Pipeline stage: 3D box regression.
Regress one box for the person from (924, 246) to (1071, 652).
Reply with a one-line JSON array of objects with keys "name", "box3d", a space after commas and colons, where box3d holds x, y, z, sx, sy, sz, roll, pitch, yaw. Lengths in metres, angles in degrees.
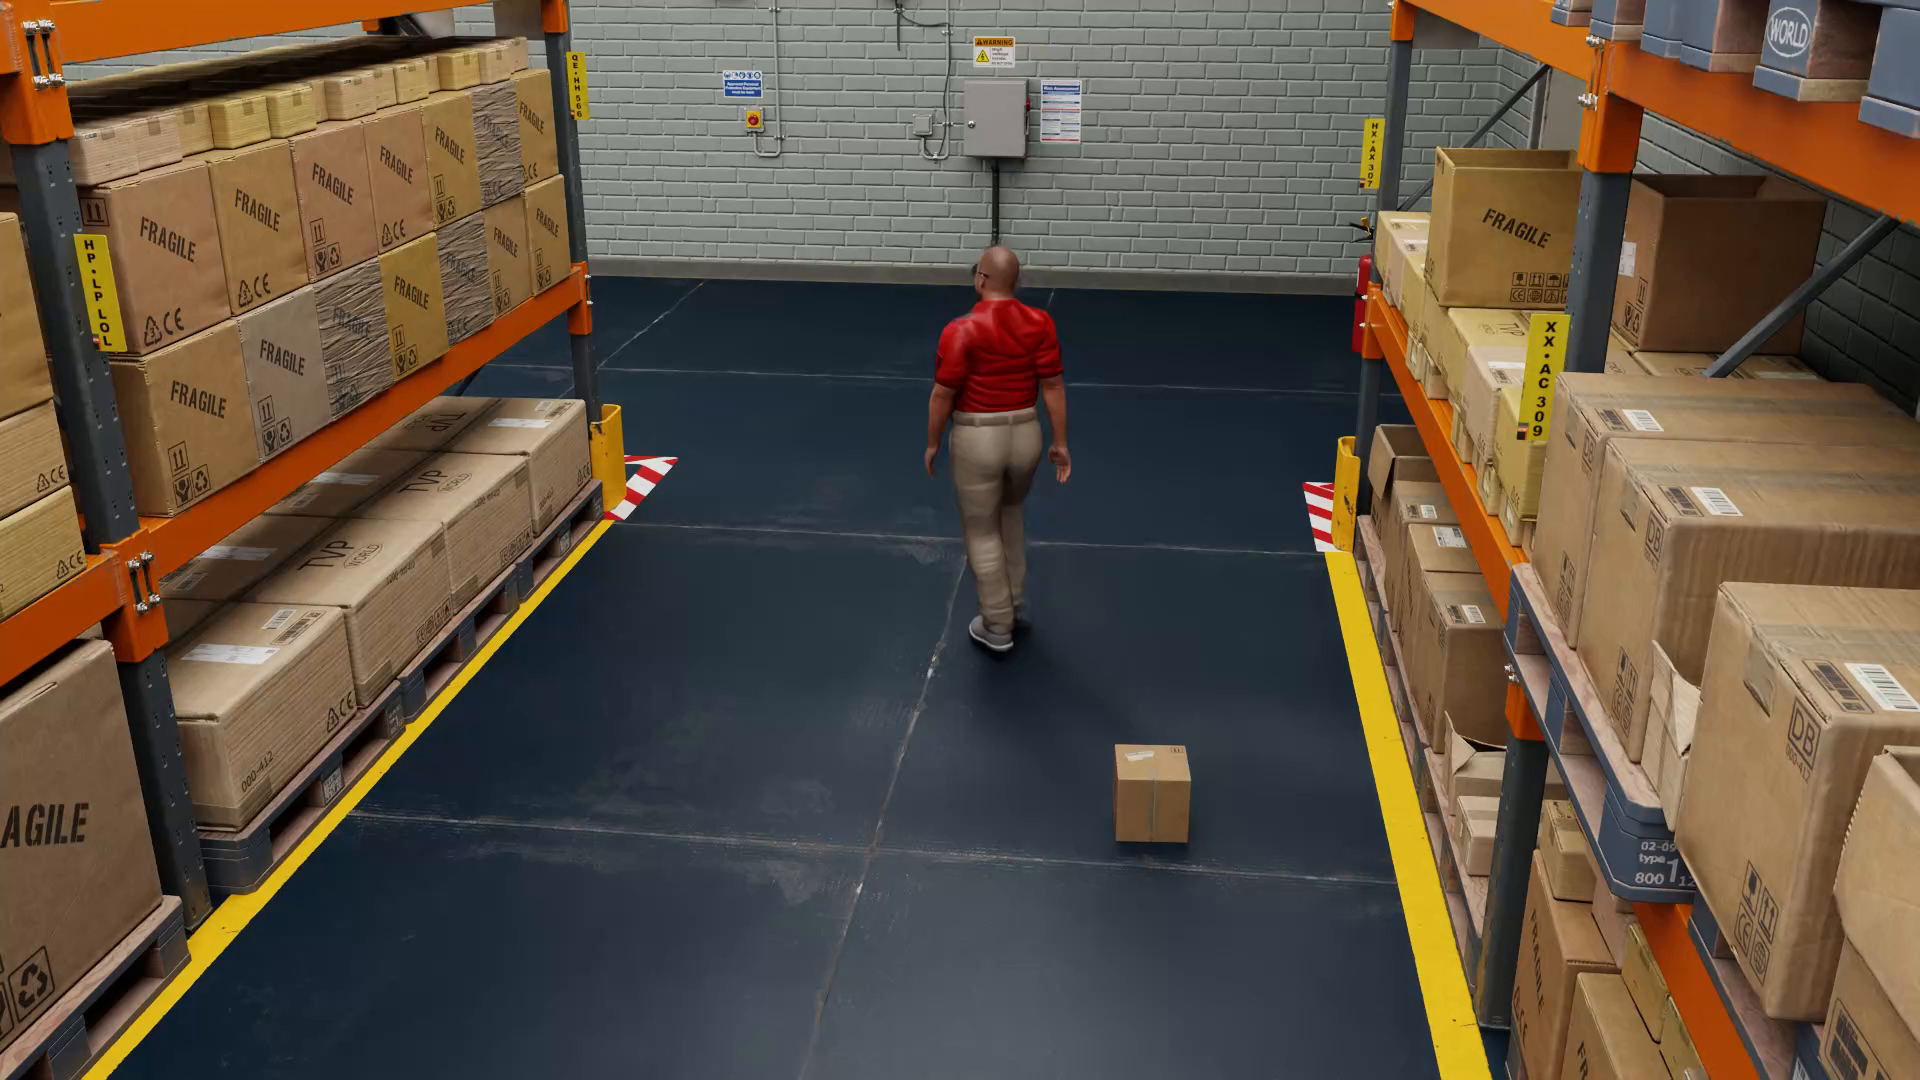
[{"name": "person", "box3d": [0.146, -0.360, 7.086, 0.583, 1.800, 0.530, -10, 23, -25]}]
